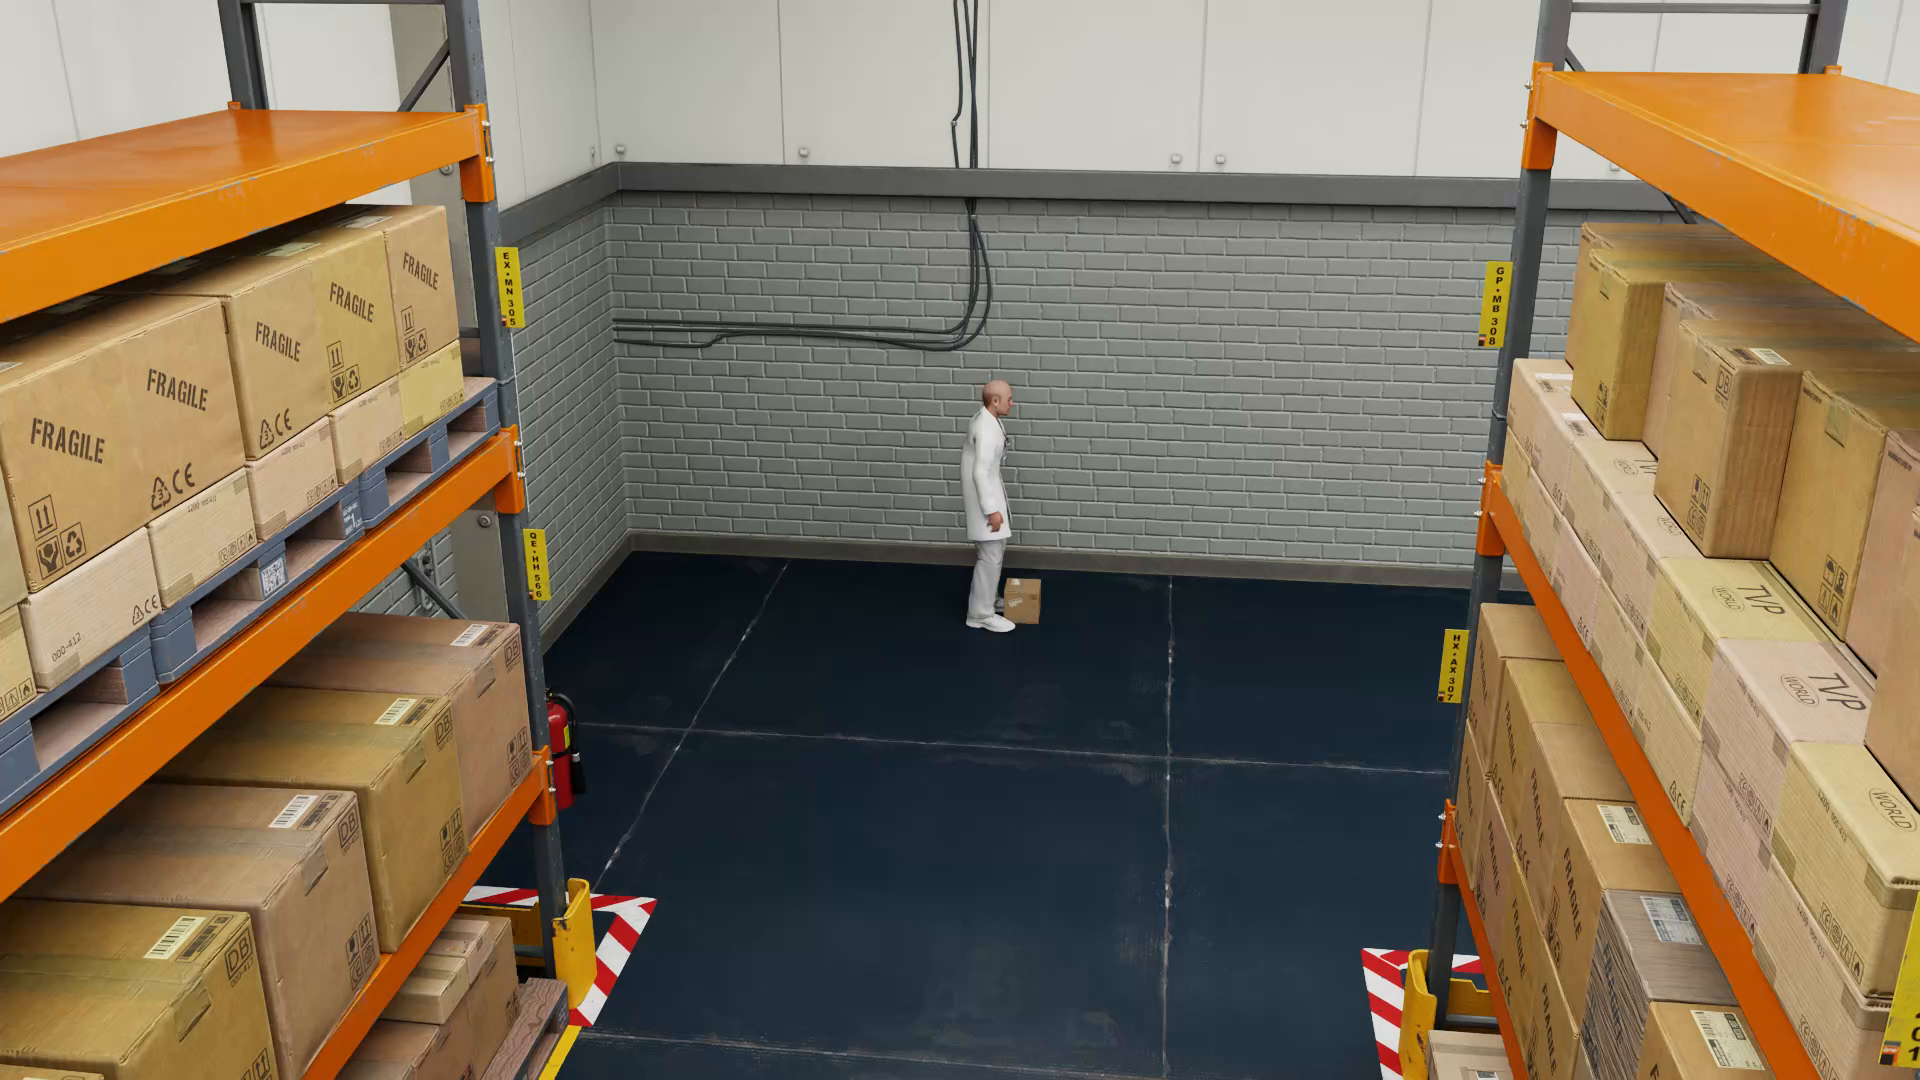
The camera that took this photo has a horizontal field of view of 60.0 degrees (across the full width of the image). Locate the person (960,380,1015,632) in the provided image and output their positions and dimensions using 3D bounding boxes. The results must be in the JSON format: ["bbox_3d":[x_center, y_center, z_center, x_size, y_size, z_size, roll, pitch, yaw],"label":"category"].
[{"bbox_3d":[0.212,-0.273,11.819,0.422,1.775,0.655,1,21,4],"label":"person"}]
